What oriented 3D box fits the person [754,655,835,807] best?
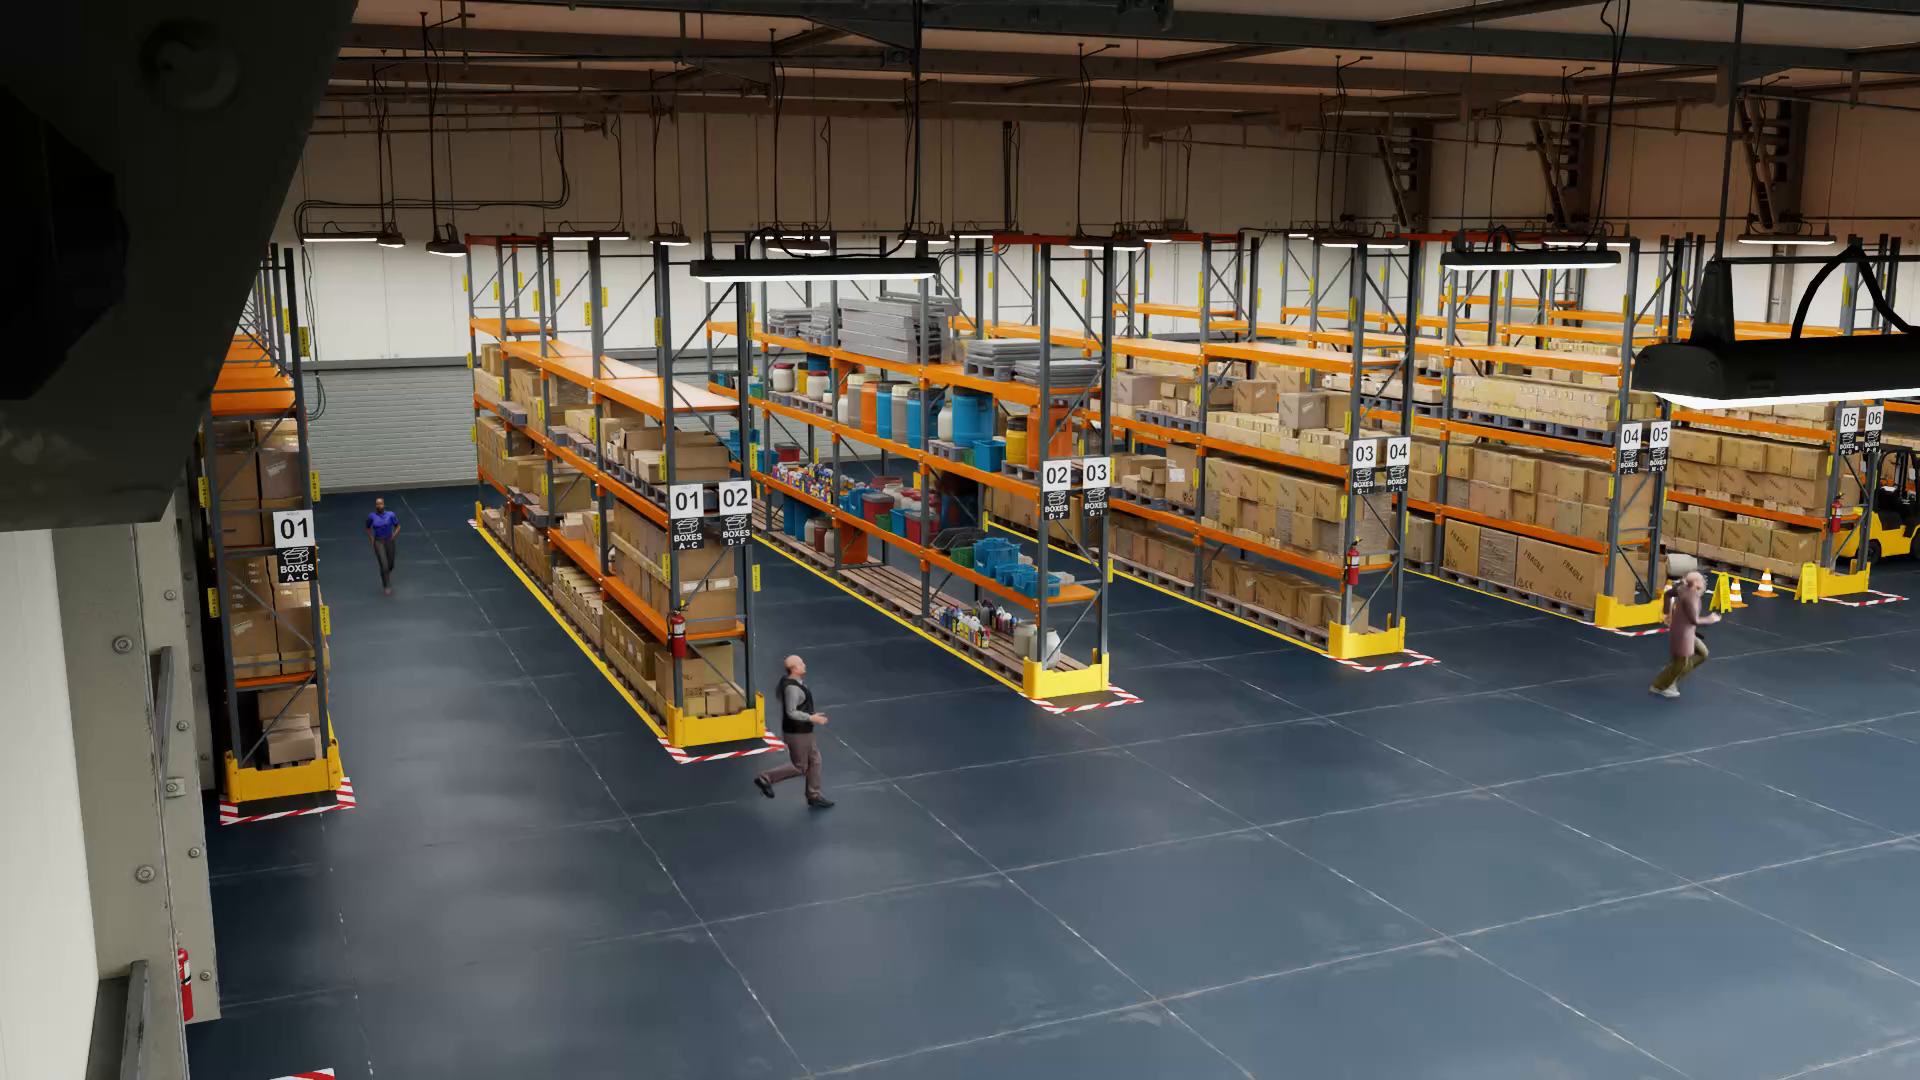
[{"bbox_3d":[-1.799,2.081,17.988,0.864,1.719,0.662,-1,11,-5],"label":"person"}]

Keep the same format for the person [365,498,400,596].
[{"bbox_3d":[-9.863,0.084,28.469,0.576,1.650,0.723,-5,12,-24],"label":"person"}]

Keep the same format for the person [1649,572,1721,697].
[{"bbox_3d":[9.639,1.253,22.061,0.793,1.726,0.759,3,11,15],"label":"person"}]

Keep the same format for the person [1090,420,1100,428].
[{"bbox_3d":[3.249,-2.476,41.590,0.502,1.651,0.650,-1,11,-6],"label":"person"}]
